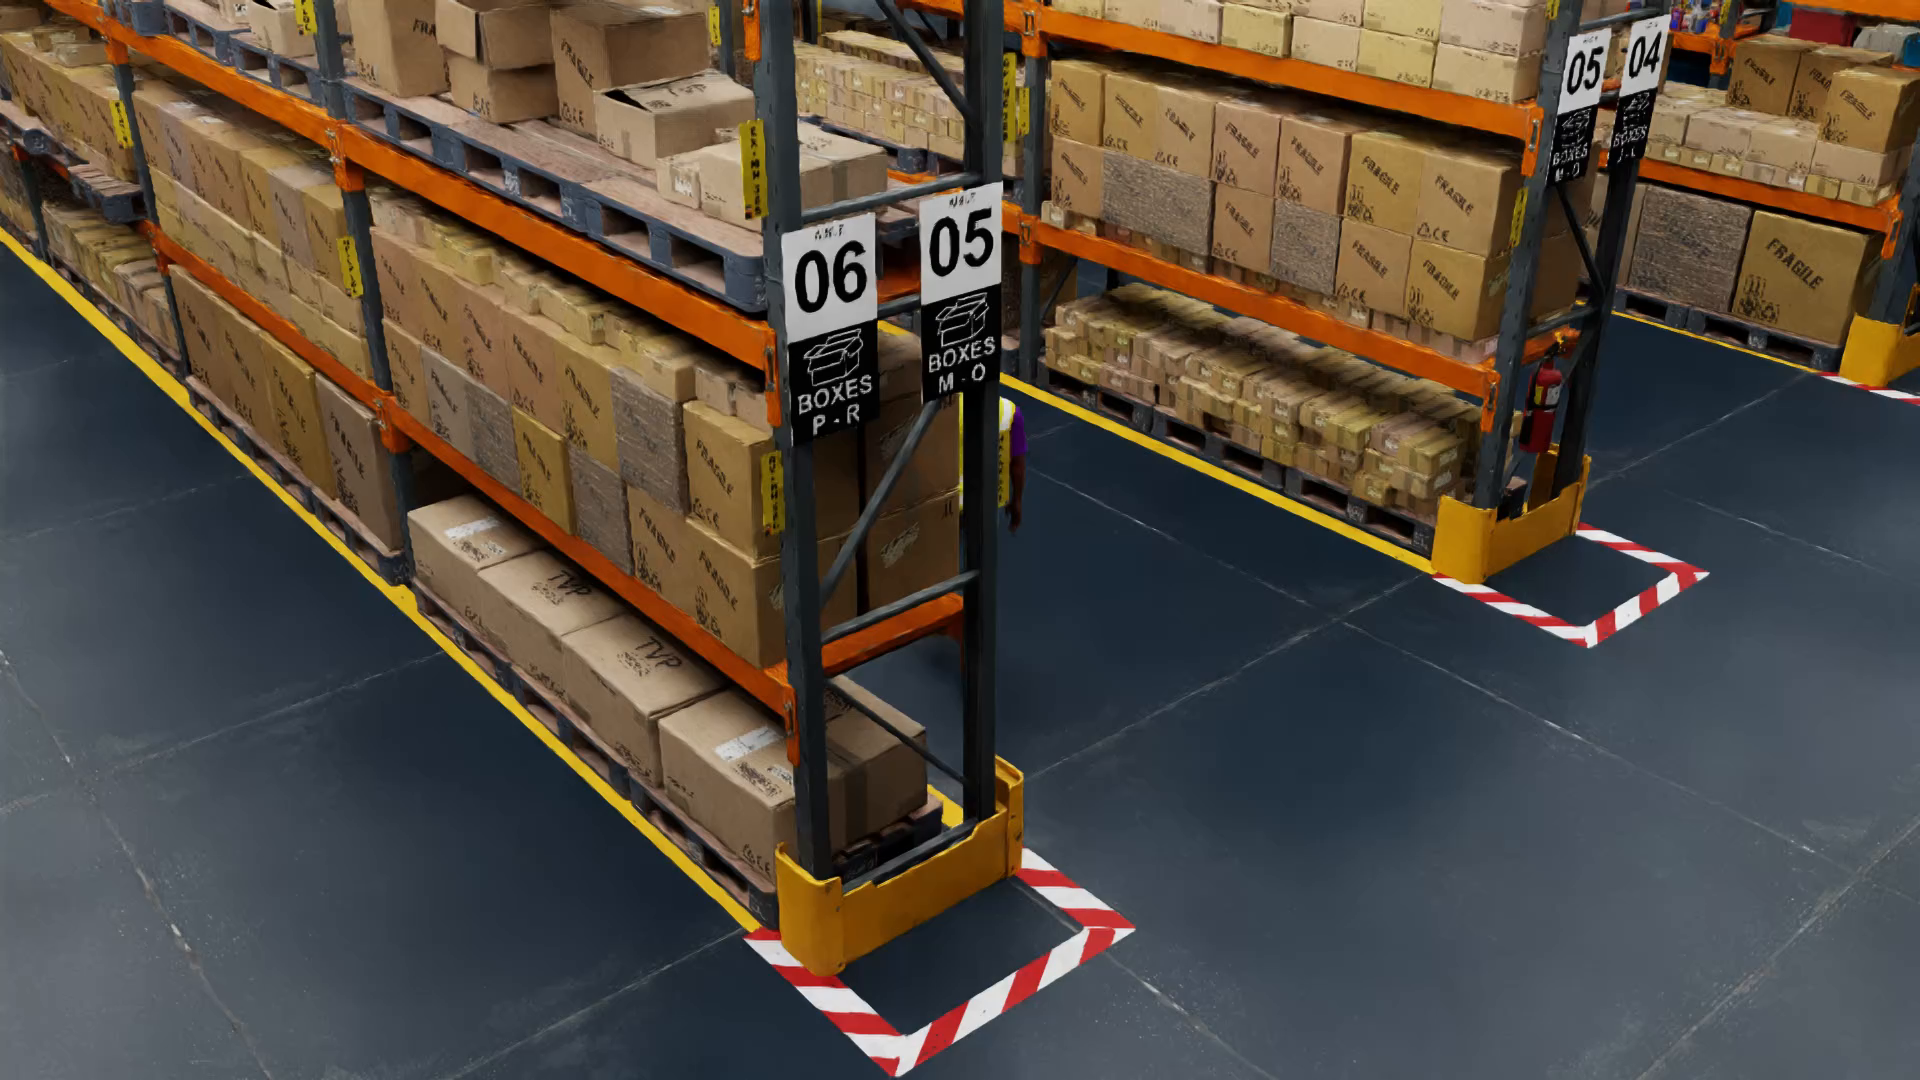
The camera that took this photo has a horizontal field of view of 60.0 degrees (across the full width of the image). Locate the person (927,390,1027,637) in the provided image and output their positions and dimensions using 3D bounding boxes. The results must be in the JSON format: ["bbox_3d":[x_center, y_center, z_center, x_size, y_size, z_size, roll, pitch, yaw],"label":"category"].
[{"bbox_3d":[0.051,-0.210,8.966,0.614,1.756,0.501,-2,28,-4],"label":"person"}]
